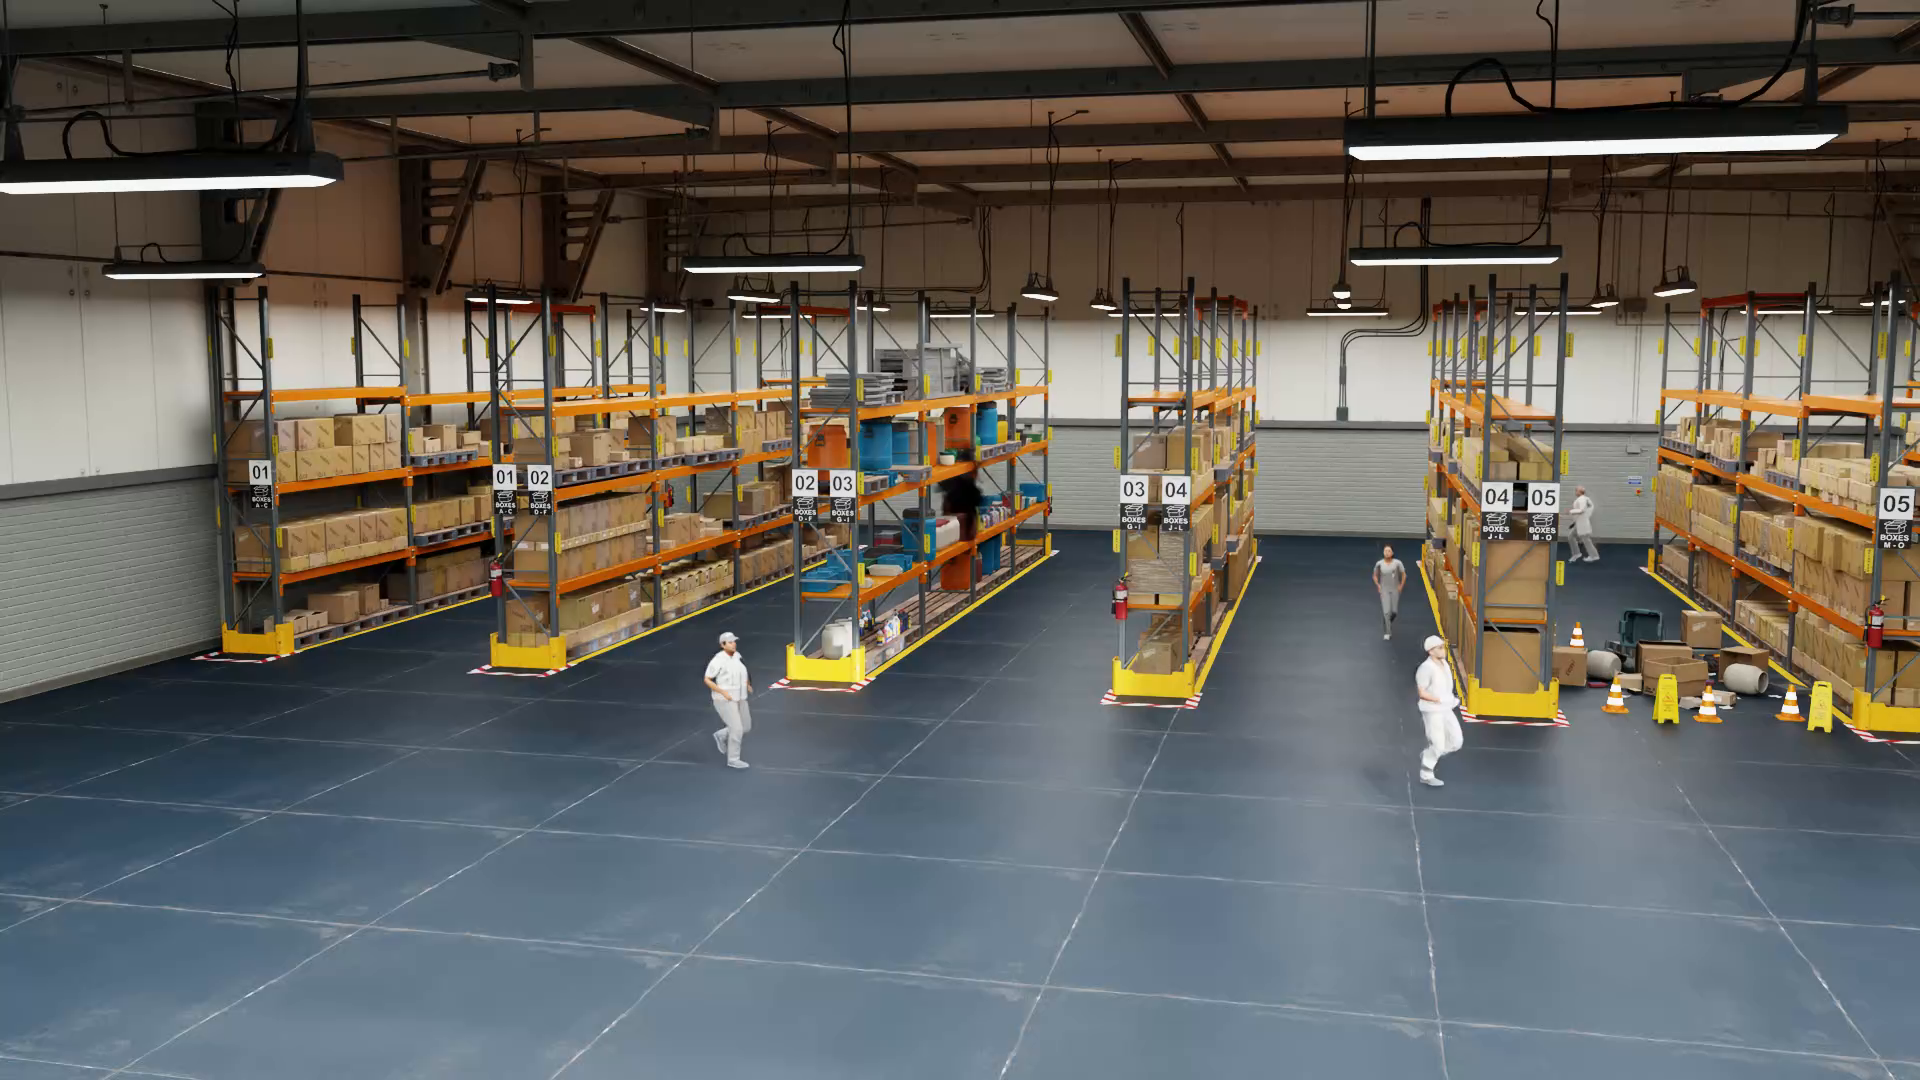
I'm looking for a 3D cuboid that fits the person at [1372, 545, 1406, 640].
[{"bbox_3d":[7.431,0.895,28.818,0.567,1.636,0.547,2,7,16],"label":"person"}]

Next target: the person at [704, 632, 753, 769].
[{"bbox_3d":[-2.794,1.909,19.992,0.652,1.619,0.611,5,8,36],"label":"person"}]

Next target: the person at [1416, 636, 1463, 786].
[{"bbox_3d":[5.469,1.956,18.984,0.673,1.737,0.601,-5,8,-39],"label":"person"}]

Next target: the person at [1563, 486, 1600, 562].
[{"bbox_3d":[14.544,-0.338,38.884,0.848,1.834,0.693,2,7,17],"label":"person"}]
